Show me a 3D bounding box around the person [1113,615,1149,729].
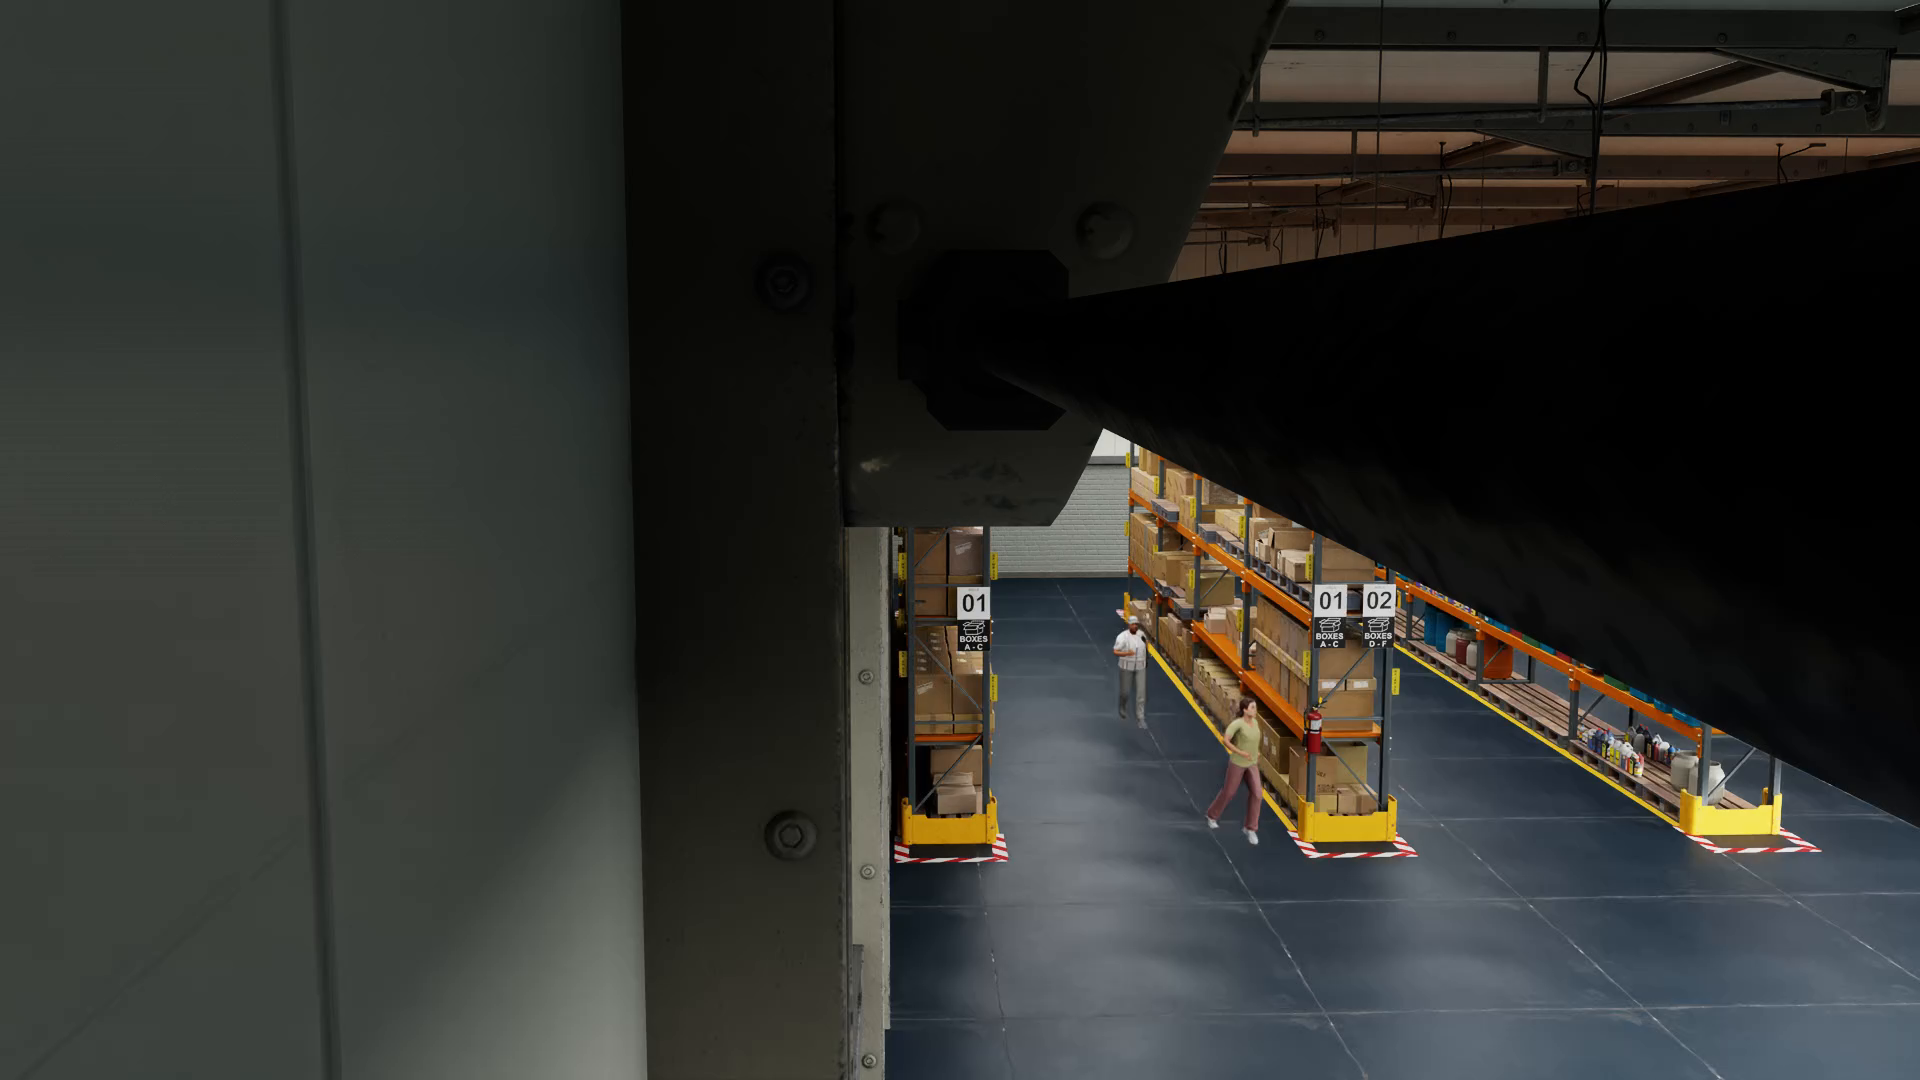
[{"bbox_3d":[2.631,1.976,25.382,0.602,1.663,0.913,-1,7,-9],"label":"person"}]

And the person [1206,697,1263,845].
[{"bbox_3d":[3.425,2.731,20.036,0.644,1.685,0.842,-4,8,-29],"label":"person"}]
